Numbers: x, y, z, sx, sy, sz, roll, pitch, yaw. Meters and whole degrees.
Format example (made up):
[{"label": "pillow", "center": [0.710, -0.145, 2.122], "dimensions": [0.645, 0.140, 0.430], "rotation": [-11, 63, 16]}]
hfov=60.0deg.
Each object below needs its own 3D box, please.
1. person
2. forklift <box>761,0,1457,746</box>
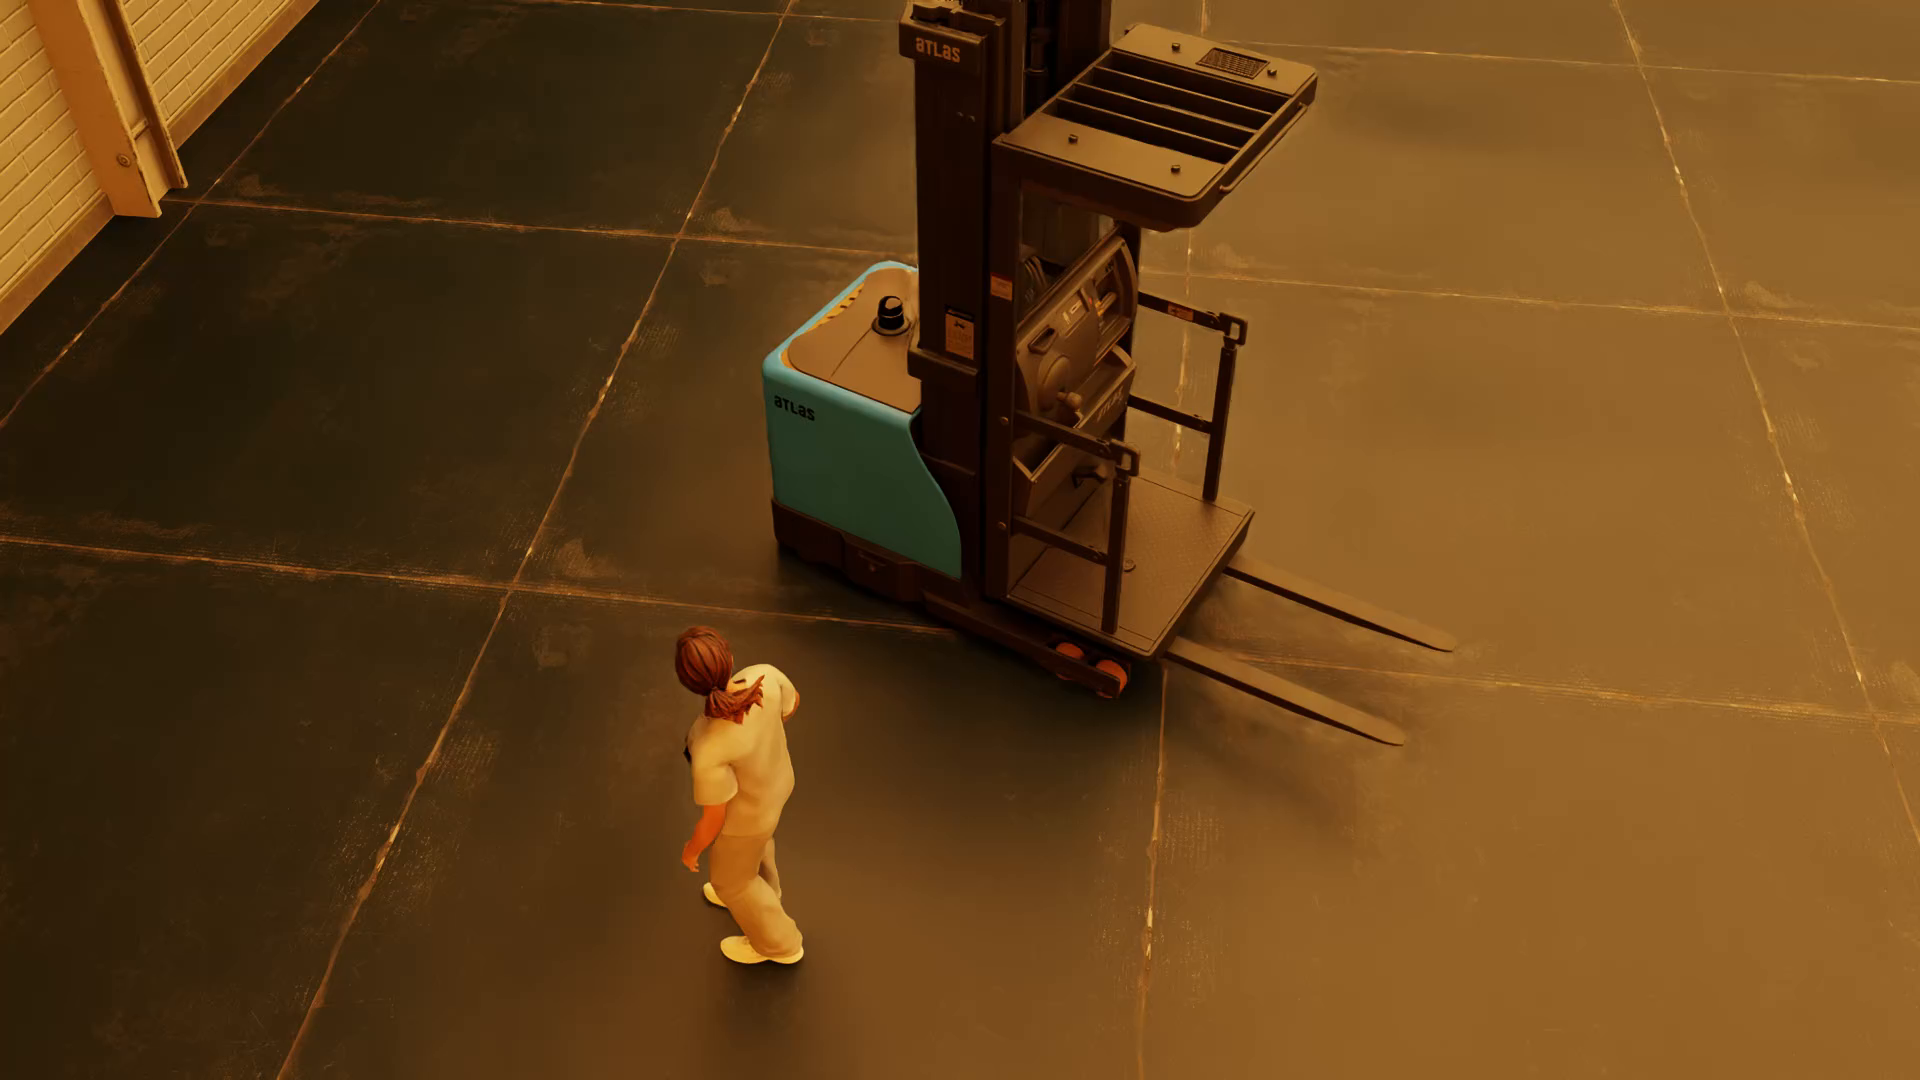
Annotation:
[{"label": "person", "center": [-0.797, 0.877, 5.712], "dimensions": [0.471, 1.657, 0.633], "rotation": [12, 44, 13]}, {"label": "forklift", "center": [0.651, -0.814, 6.611], "dimensions": [3.031, 2.935, 1.130], "rotation": [22, 47, 22]}]
